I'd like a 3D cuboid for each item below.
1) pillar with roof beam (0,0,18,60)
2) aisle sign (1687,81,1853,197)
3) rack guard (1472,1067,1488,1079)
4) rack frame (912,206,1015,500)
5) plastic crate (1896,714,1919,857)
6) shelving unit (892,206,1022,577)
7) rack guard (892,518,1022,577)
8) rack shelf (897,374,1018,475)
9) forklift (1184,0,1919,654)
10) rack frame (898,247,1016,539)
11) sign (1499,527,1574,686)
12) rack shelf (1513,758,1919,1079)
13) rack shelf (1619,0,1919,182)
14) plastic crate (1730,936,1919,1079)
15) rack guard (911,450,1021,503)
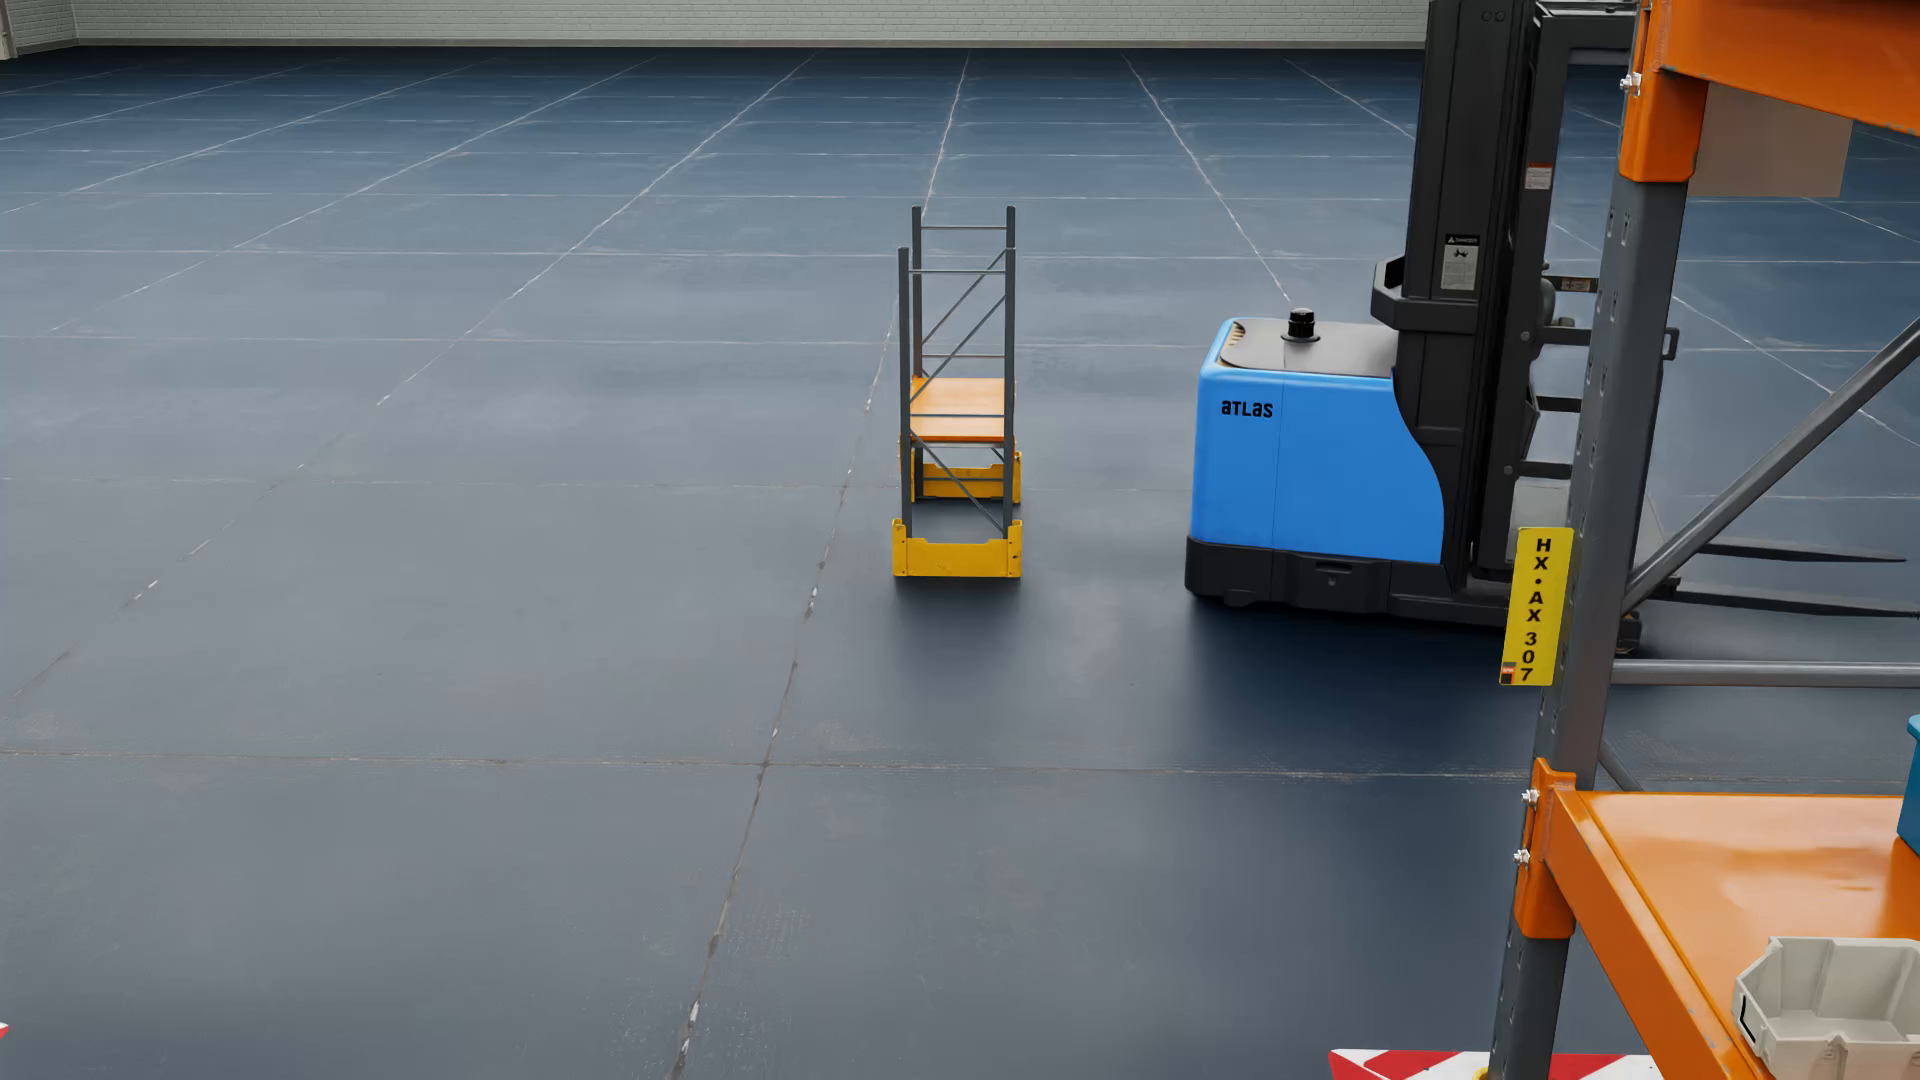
[{"bbox_3d":[-13.877,-13.306,29.881,9.100,9.000,0.400,1,21,2],"label":"pillar with roof beam"},{"bbox_3d":[1.356,-0.976,2.803,0.394,0.787,0.004,1,21,2],"label":"aisle sign"},{"bbox_3d":[1.691,1.459,3.578,1.175,0.500,0.348,1,21,2],"label":"rack guard"},{"bbox_3d":[0.018,-0.914,8.311,0.500,1.500,0.032,1,21,2],"label":"rack frame"},{"bbox_3d":[1.931,0.519,2.750,0.499,0.251,0.616,1,21,2],"label":"plastic crate"},{"bbox_3d":[0.002,-0.727,7.829,0.587,1.500,1.083,1,21,2],"label":"shelving unit"},{"bbox_3d":[-0.013,0.036,7.591,0.587,0.250,0.087,1,21,2],"label":"rack guard"},{"bbox_3d":[0.003,-0.562,7.902,0.538,0.185,1.000,1,21,2],"label":"rack shelf"},{"bbox_3d":[2.562,-1.114,6.847,3.031,2.935,1.130,5,22,14],"label":"forklift"},{"bbox_3d":[-0.013,-0.546,7.363,0.500,1.500,0.032,1,21,2],"label":"rack frame"},{"bbox_3d":[1.097,0.129,3.167,0.100,0.325,0.005,1,21,2],"label":"sign"},{"bbox_3d":[1.586,1.324,1.464,1.077,0.370,4.000,1,21,2],"label":"rack shelf"},{"bbox_3d":[1.586,-0.074,0.921,1.077,0.370,4.000,1,21,2],"label":"rack shelf"},{"bbox_3d":[1.298,0.709,2.420,0.298,0.136,0.250,1,21,2],"label":"plastic crate"},{"bbox_3d":[0.017,-0.324,8.519,0.587,0.250,0.087,1,21,2],"label":"rack guard"}]
